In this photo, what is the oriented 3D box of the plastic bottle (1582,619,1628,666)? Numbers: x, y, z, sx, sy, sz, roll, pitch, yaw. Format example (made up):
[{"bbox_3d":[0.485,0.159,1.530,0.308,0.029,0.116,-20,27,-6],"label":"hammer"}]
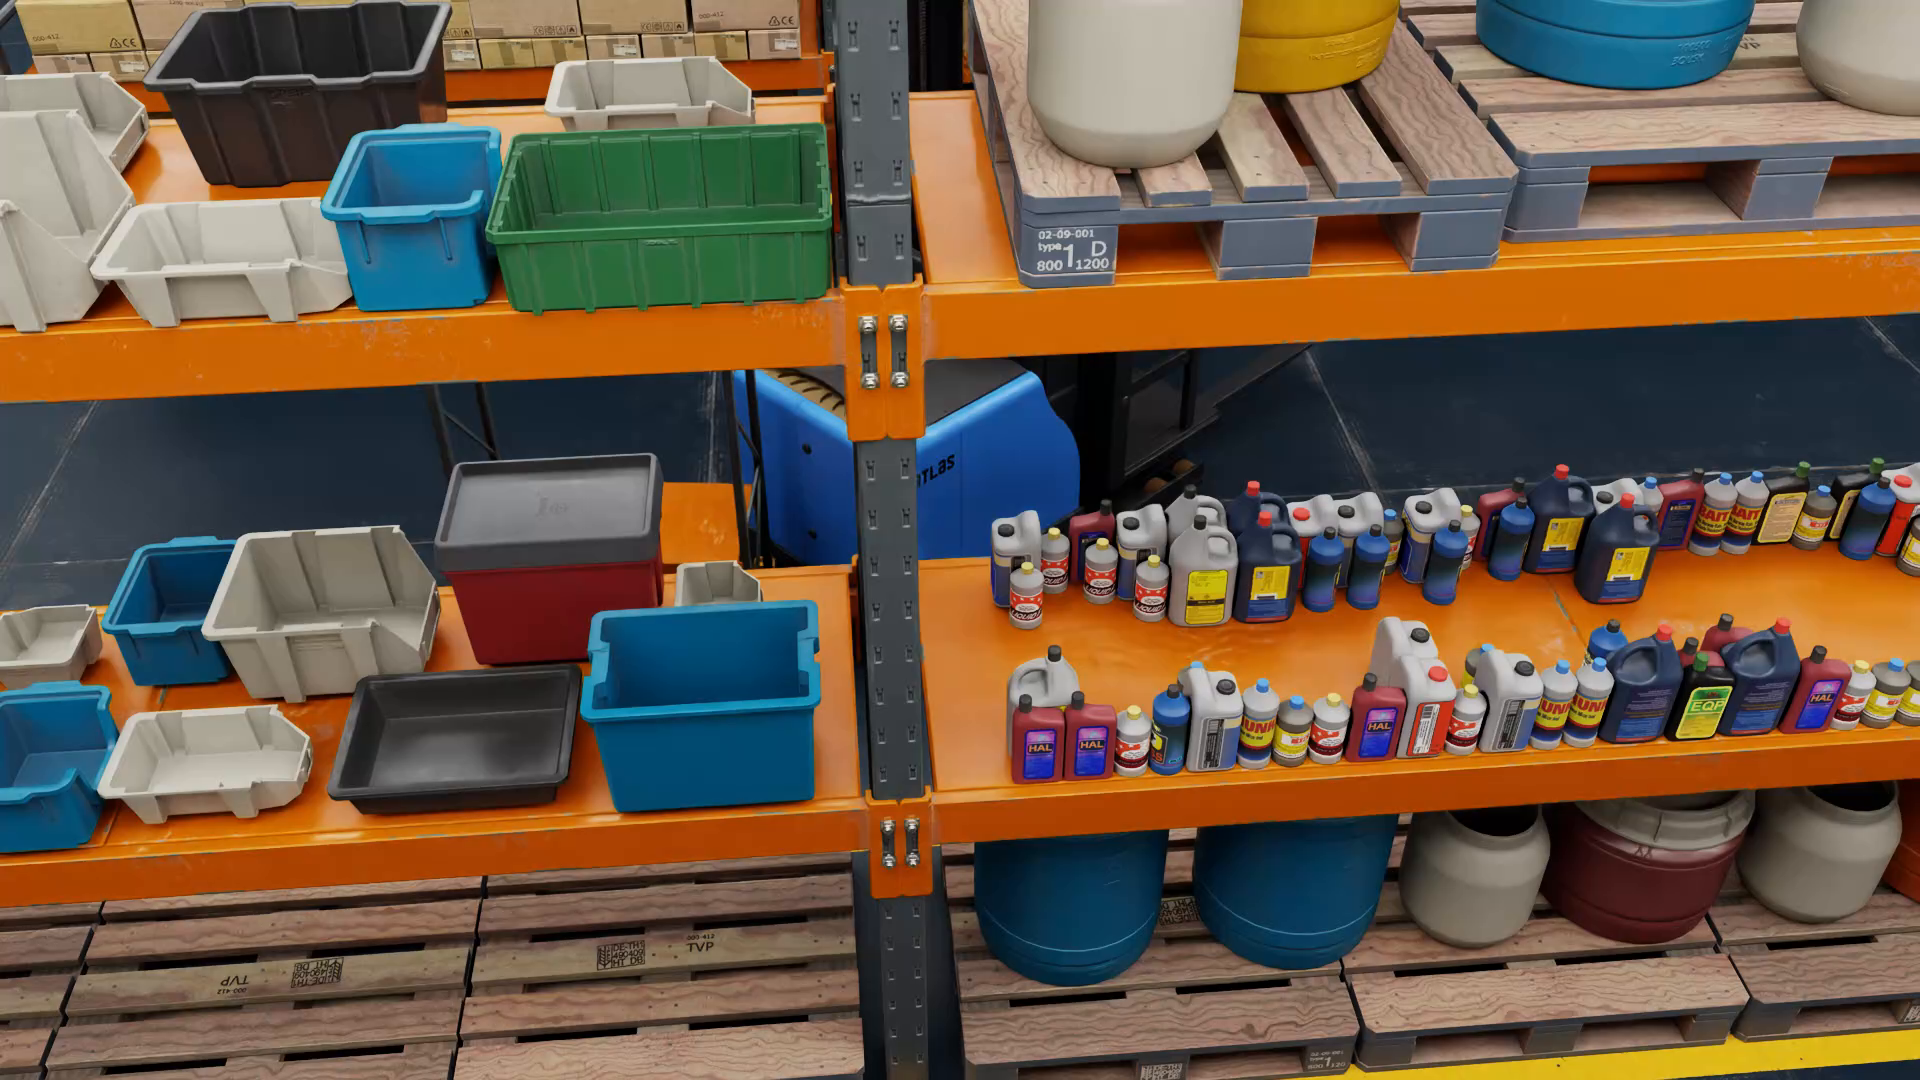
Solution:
[{"bbox_3d":[1.746,0.327,4.518,0.097,0.271,0.097,0,38,0],"label":"plastic bottle"}]

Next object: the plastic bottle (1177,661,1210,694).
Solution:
[{"bbox_3d":[0.628,0.411,4.468,0.097,0.201,0.097,0,38,0],"label":"plastic bottle"}]

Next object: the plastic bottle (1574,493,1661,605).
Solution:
[{"bbox_3d":[1.930,0.013,4.852,0.185,0.351,0.144,-3,38,-4],"label":"plastic bottle"}]

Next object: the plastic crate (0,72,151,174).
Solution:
[{"bbox_3d":[-2.150,-0.902,3.762,0.530,0.136,0.437,-3,38,-4],"label":"plastic crate"}]

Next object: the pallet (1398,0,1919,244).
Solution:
[{"bbox_3d":[1.700,-1.051,3.892,1.213,0.211,1.003,-3,38,-4],"label":"pallet"}]

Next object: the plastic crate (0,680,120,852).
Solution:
[{"bbox_3d":[-2.300,0.582,4.178,0.300,0.233,0.416,-3,38,-4],"label":"plastic crate"}]

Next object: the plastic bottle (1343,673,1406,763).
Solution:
[{"bbox_3d":[1.086,0.460,4.340,0.133,0.283,0.061,-3,38,-4],"label":"plastic bottle"}]

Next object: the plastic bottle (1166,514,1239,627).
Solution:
[{"bbox_3d":[0.698,0.075,4.773,0.185,0.351,0.144,-3,38,-4],"label":"plastic bottle"}]

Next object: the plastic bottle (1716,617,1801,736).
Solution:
[{"bbox_3d":[2.117,0.350,4.424,0.185,0.351,0.144,-3,38,-4],"label":"plastic bottle"}]

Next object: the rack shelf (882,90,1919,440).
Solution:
[{"bbox_3d":[1.791,-0.785,3.983,4.000,0.370,1.077,-3,38,-4],"label":"rack shelf"}]

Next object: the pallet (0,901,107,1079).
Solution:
[{"bbox_3d":[-3.361,1.512,5.163,1.213,0.211,1.003,-3,38,-4],"label":"pallet"}]

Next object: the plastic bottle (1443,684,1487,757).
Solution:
[{"bbox_3d":[1.333,0.467,4.397,0.097,0.201,0.097,0,38,0],"label":"plastic bottle"}]

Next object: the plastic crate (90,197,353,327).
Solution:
[{"bbox_3d":[-1.435,-0.550,3.317,0.466,0.136,0.293,-3,38,-4],"label":"plastic crate"}]

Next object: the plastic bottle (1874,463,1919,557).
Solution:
[{"bbox_3d":[2.862,-0.102,5.057,0.135,0.276,0.152,-3,38,-4],"label":"plastic bottle"}]

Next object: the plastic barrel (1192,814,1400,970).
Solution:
[{"bbox_3d":[1.047,0.820,5.144,0.708,0.901,0.600,-3,38,-4],"label":"plastic barrel"}]

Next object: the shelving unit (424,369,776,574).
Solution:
[{"bbox_3d":[-1.297,-0.150,6.229,1.083,1.500,0.587,1,38,1],"label":"shelving unit"}]

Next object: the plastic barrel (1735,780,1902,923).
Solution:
[{"bbox_3d":[2.742,0.935,5.312,0.421,0.512,0.421,0,38,0],"label":"plastic barrel"}]

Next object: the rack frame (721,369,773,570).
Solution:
[{"bbox_3d":[-0.779,-0.142,6.219,0.032,1.500,0.500,1,38,1],"label":"rack frame"}]

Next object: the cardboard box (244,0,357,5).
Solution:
[{"bbox_3d":[-3.105,-2.593,7.995,0.500,0.250,0.500,-4,38,-5],"label":"cardboard box"}]

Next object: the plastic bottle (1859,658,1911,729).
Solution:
[{"bbox_3d":[2.489,0.403,4.478,0.097,0.201,0.097,0,38,0],"label":"plastic bottle"}]

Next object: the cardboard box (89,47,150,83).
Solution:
[{"bbox_3d":[-3.986,-2.349,8.009,0.250,0.149,0.380,-4,38,-5],"label":"cardboard box"}]

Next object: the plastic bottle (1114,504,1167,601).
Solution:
[{"bbox_3d":[0.526,0.027,4.894,0.135,0.276,0.152,-3,38,-4],"label":"plastic bottle"}]

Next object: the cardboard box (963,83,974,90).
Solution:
[{"bbox_3d":[-0.005,-2.215,9.012,0.875,0.875,1.225,-3,38,-4],"label":"cardboard box"}]

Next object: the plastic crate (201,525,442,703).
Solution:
[{"bbox_3d":[-1.739,0.213,4.606,0.530,0.282,0.437,-3,38,-4],"label":"plastic crate"}]

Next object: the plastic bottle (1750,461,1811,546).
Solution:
[{"bbox_3d":[2.495,-0.113,5.065,0.133,0.283,0.061,-3,38,-4],"label":"plastic bottle"}]

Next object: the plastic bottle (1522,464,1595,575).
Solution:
[{"bbox_3d":[1.782,-0.074,4.962,0.185,0.351,0.144,-3,38,-4],"label":"plastic bottle"}]

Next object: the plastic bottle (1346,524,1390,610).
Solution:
[{"bbox_3d":[1.192,0.070,4.844,0.097,0.271,0.097,0,38,0],"label":"plastic bottle"}]

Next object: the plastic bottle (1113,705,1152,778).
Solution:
[{"bbox_3d":[0.448,0.516,4.335,0.097,0.201,0.097,0,38,0],"label":"plastic bottle"}]

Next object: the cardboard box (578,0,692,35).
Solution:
[{"bbox_3d":[-1.572,-2.678,8.104,0.500,0.250,0.500,-2,38,-3],"label":"cardboard box"}]

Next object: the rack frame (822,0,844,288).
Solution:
[{"bbox_3d":[-0.640,-2.836,8.423,0.127,3.000,1.000,-3,38,-4],"label":"rack frame"}]

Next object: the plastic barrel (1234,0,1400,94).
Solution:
[{"bbox_3d":[0.690,-1.372,3.655,0.600,0.588,0.600,0,38,0],"label":"plastic barrel"}]

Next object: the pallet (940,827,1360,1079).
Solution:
[{"bbox_3d":[0.571,1.298,5.435,1.213,0.211,1.003,-3,38,-4],"label":"pallet"}]

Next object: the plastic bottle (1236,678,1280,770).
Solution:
[{"bbox_3d":[0.776,0.470,4.336,0.097,0.271,0.097,0,38,0],"label":"plastic bottle"}]

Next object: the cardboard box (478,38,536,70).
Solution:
[{"bbox_3d":[-2.195,-2.448,8.134,0.250,0.149,0.380,-4,38,-5],"label":"cardboard box"}]

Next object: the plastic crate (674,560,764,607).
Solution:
[{"bbox_3d":[-0.678,0.237,4.693,0.243,0.136,0.396,-3,38,-4],"label":"plastic crate"}]

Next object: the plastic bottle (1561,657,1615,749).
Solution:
[{"bbox_3d":[1.661,0.421,4.398,0.097,0.271,0.097,0,38,0],"label":"plastic bottle"}]

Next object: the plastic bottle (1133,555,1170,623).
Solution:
[{"bbox_3d":[0.556,0.132,4.821,0.097,0.201,0.097,0,38,0],"label":"plastic bottle"}]

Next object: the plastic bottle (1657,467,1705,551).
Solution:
[{"bbox_3d":[2.168,-0.095,5.043,0.133,0.283,0.061,-3,38,-4],"label":"plastic bottle"}]

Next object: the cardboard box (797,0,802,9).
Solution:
[{"bbox_3d":[-0.964,-2.927,8.741,0.250,0.149,0.380,-3,38,-4],"label":"cardboard box"}]

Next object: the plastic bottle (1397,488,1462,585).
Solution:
[{"bbox_3d":[1.394,-0.021,4.955,0.135,0.276,0.152,-3,38,-4],"label":"plastic bottle"}]

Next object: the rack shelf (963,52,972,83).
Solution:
[{"bbox_3d":[1.352,-2.664,8.785,4.000,0.370,1.077,-3,38,-4],"label":"rack shelf"}]

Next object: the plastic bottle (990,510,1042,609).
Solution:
[{"bbox_3d":[0.162,0.047,4.869,0.135,0.276,0.152,-3,38,-4],"label":"plastic bottle"}]

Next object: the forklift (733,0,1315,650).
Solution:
[{"bbox_3d":[0.455,-1.465,6.740,3.031,2.935,1.130,-32,48,-34],"label":"forklift"}]

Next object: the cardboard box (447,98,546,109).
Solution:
[{"bbox_3d":[-2.201,-2.131,8.905,0.875,0.875,0.875,-3,38,-4],"label":"cardboard box"}]

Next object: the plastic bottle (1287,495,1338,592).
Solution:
[{"bbox_3d":[1.029,-0.001,4.929,0.135,0.276,0.152,-3,38,-4],"label":"plastic bottle"}]

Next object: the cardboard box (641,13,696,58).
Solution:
[{"bbox_3d":[-1.427,-2.491,8.188,0.250,0.149,0.380,-4,38,-5],"label":"cardboard box"}]
